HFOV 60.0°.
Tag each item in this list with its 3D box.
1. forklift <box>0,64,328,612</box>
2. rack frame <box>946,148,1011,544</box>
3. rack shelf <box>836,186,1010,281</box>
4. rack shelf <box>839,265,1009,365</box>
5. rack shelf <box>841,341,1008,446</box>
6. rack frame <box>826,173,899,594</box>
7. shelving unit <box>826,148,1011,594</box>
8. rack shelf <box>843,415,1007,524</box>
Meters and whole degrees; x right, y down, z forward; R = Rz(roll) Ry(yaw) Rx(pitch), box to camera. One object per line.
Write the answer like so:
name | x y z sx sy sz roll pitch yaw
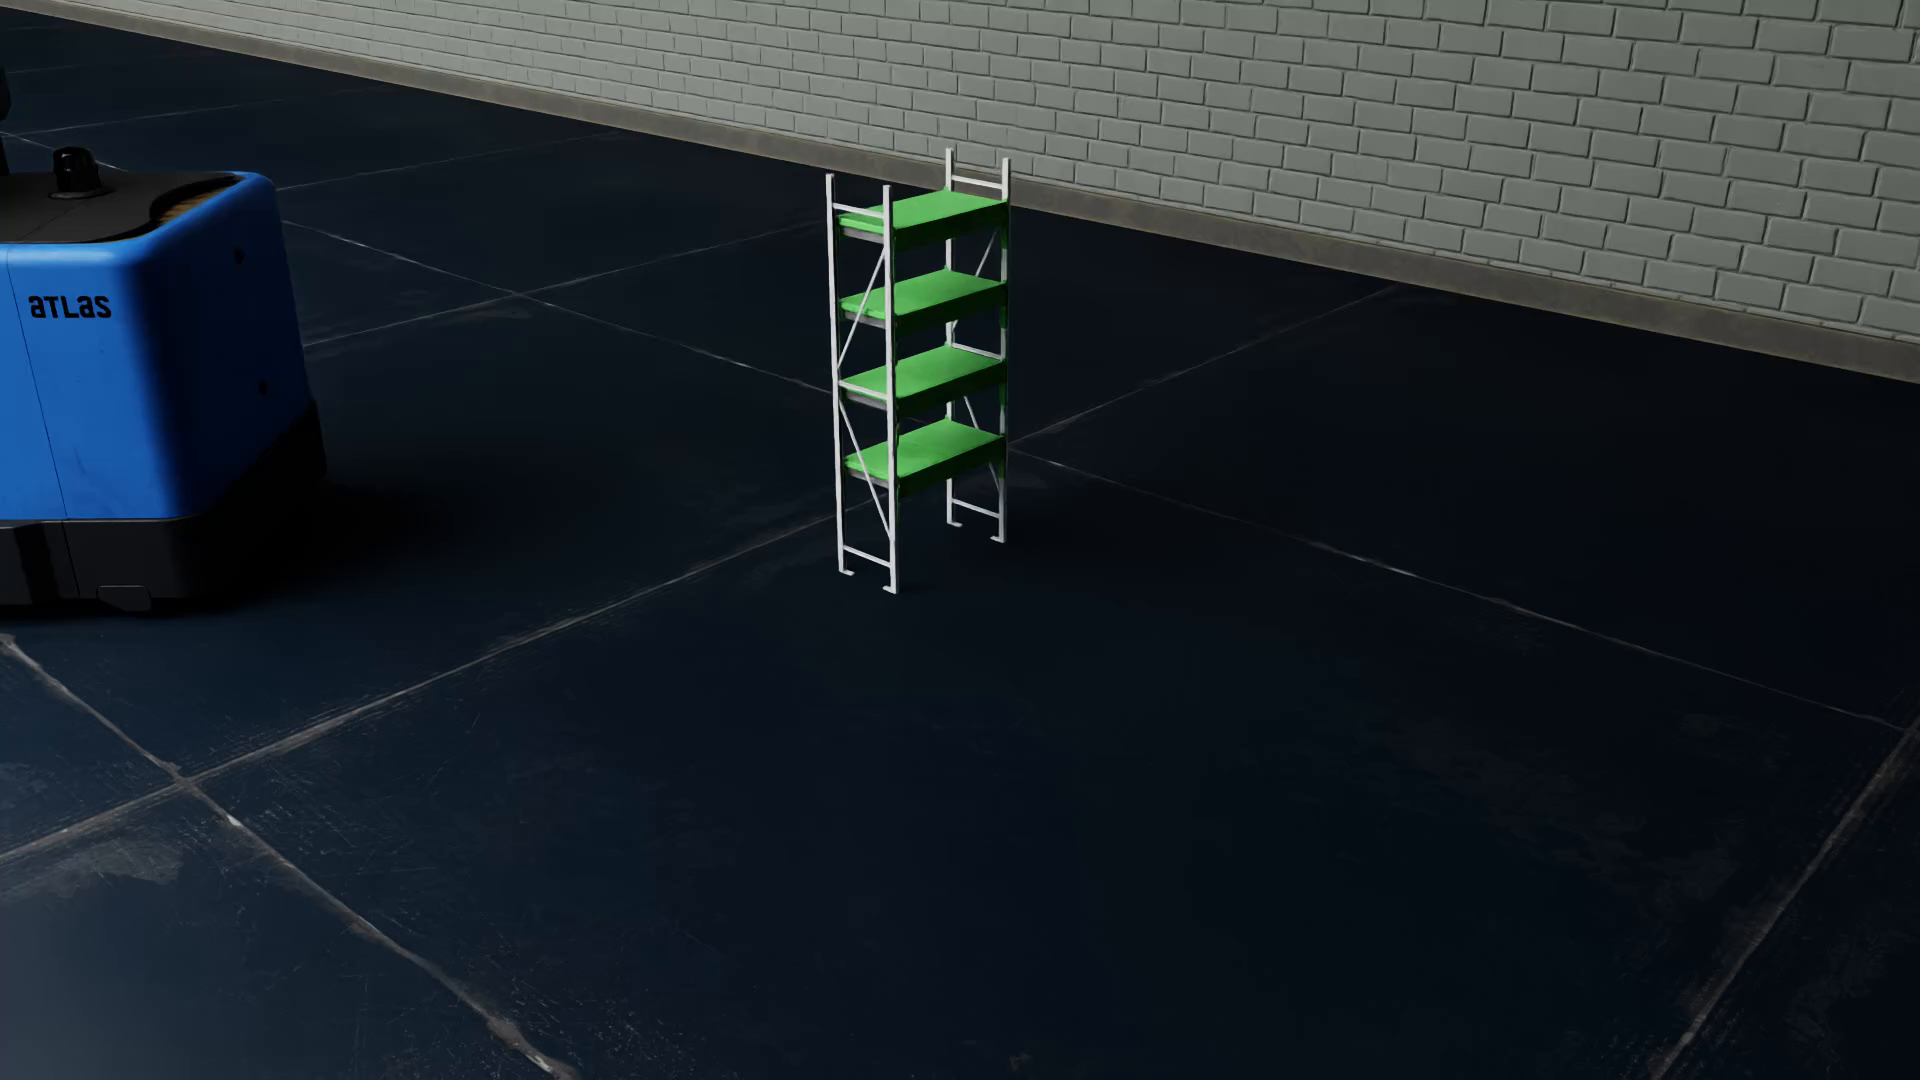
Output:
forklift | -3.630 -1.311 4.592 3.031 2.935 1.130 0 24 -1
rack frame | 0.052 -0.571 5.058 0.240 1.200 0.015 20 31 38
rack shelf | -0.110 -0.877 4.722 0.258 0.148 0.480 20 31 38
rack shelf | -0.110 -0.658 4.820 0.258 0.148 0.480 20 31 38
rack shelf | -0.110 -0.439 4.918 0.258 0.148 0.480 20 31 38
rack frame | -0.273 -0.423 4.726 0.240 1.200 0.015 20 31 38
shelving unit | -0.110 -0.497 4.892 0.258 1.200 0.503 20 31 38
rack shelf | -0.110 -0.220 5.016 0.258 0.148 0.480 20 31 38
